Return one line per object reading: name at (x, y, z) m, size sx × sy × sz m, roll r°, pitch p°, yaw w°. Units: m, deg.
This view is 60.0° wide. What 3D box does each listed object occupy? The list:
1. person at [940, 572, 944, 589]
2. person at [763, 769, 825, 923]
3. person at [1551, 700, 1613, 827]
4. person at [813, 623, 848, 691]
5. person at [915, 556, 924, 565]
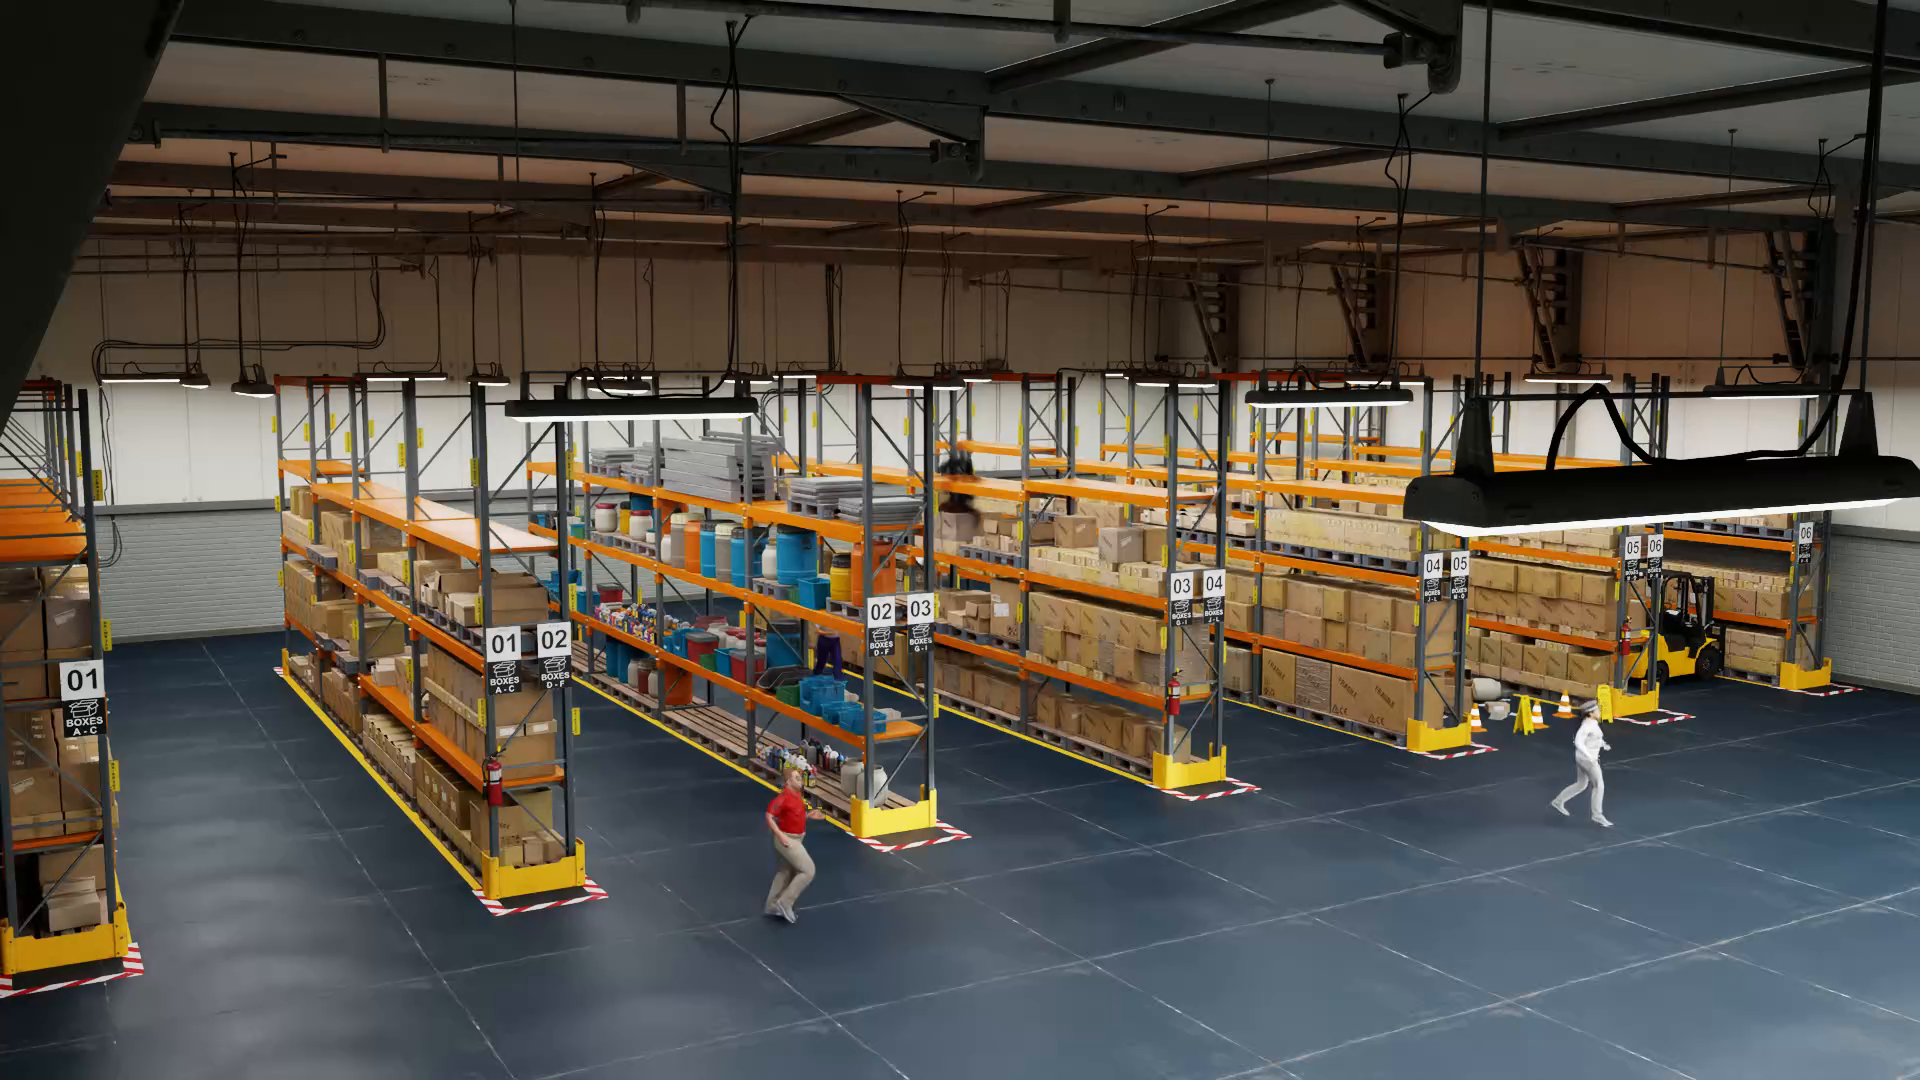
person at (-0.604, 0.891, 42.134) m, size 0.953 × 1.637 × 0.638 m, roll -1°, pitch 6°, yaw -6°
person at (-1.882, 3.442, 18.810) m, size 0.697 × 1.746 × 0.632 m, roll 0°, pitch 6°, yaw -3°
person at (8.488, 3.011, 22.643) m, size 0.802 × 1.728 × 0.605 m, roll 2°, pitch 6°, yaw 14°
person at (-2.370, 1.930, 30.196) m, size 0.606 × 1.680 × 0.862 m, roll -6°, pitch 9°, yaw -44°
person at (-1.010, 0.928, 41.586) m, size 0.714 × 1.763 × 0.725 m, roll 6°, pitch 9°, yaw 43°
